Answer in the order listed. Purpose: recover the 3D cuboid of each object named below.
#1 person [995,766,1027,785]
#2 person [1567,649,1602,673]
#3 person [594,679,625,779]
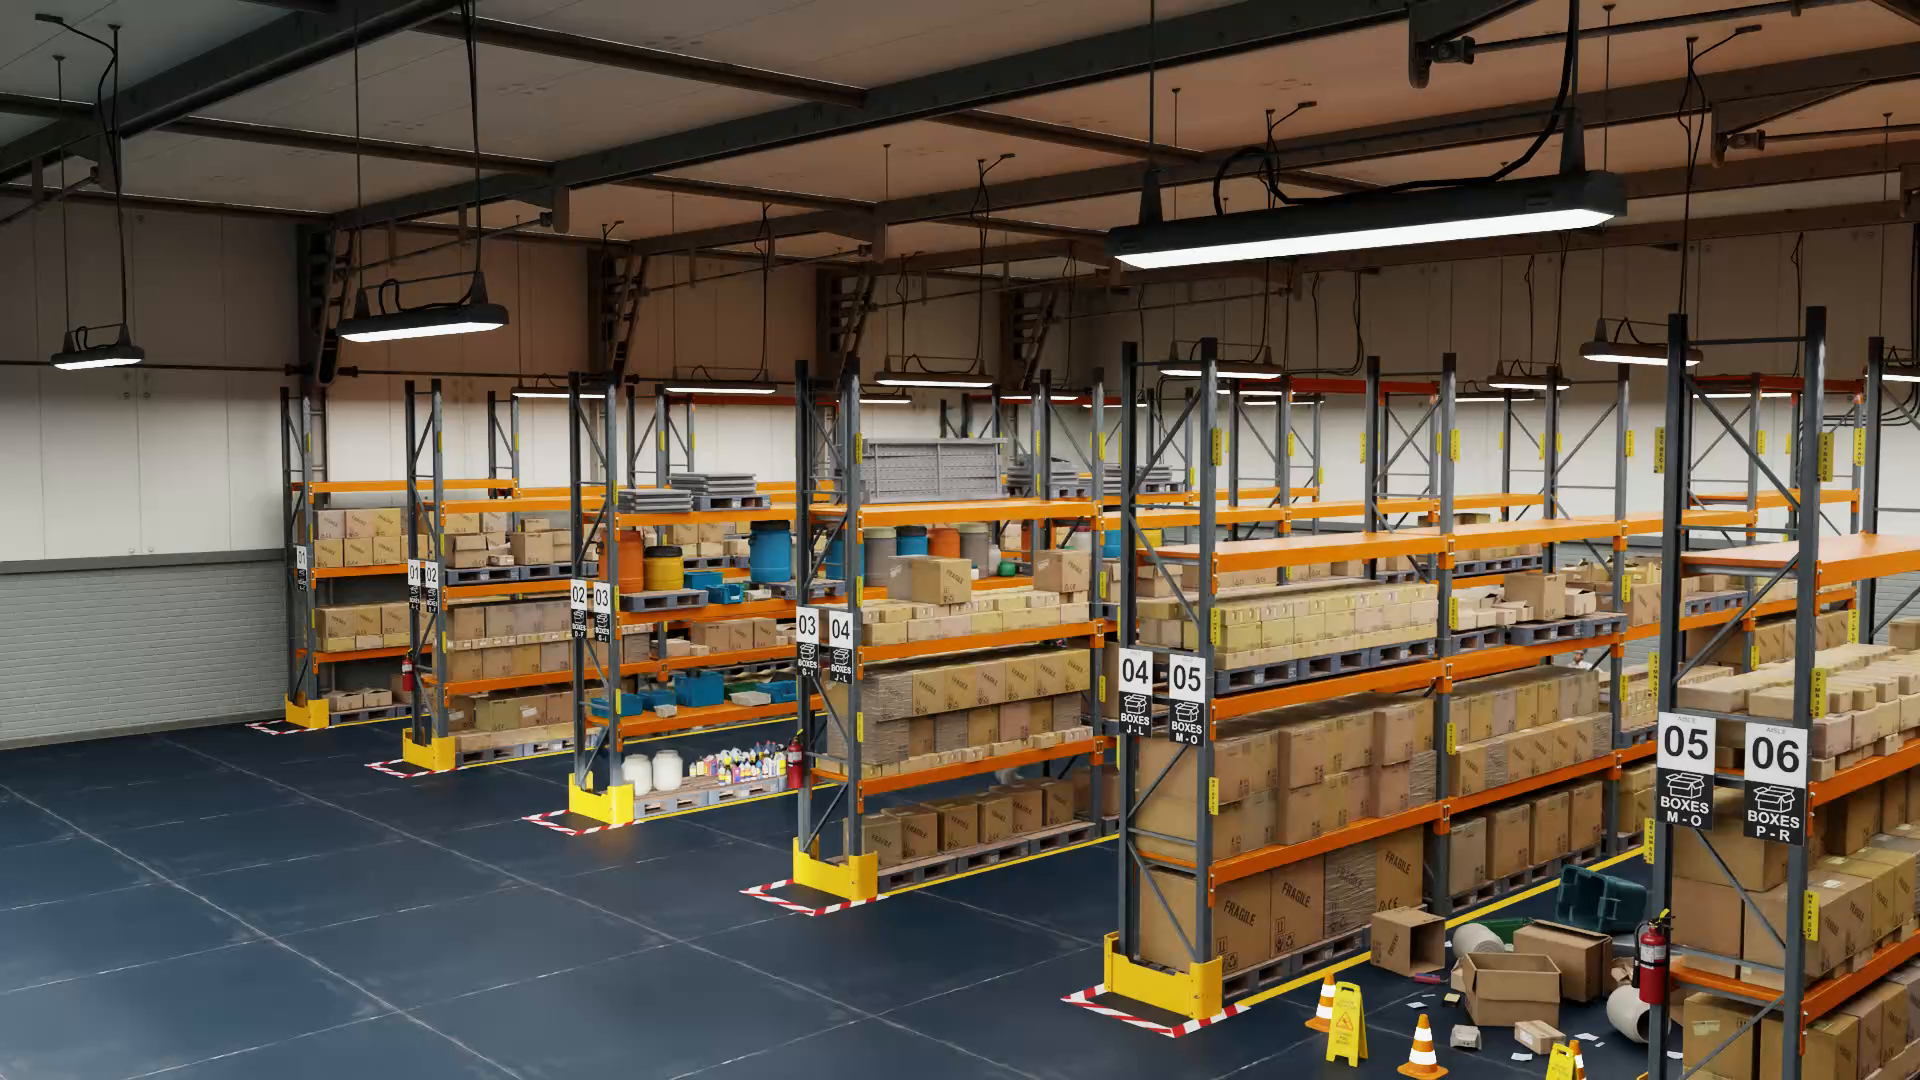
[{"bbox_3d":[0.725,2.831,22.825,0.674,1.746,0.817,3,5,42],"label":"person"},{"bbox_3d":[10.244,2.569,27.502,0.600,1.650,0.601,-3,4,-35],"label":"person"},{"bbox_3d":[-5.161,2.793,24.595,0.513,1.565,0.621,3,5,41],"label":"person"}]
